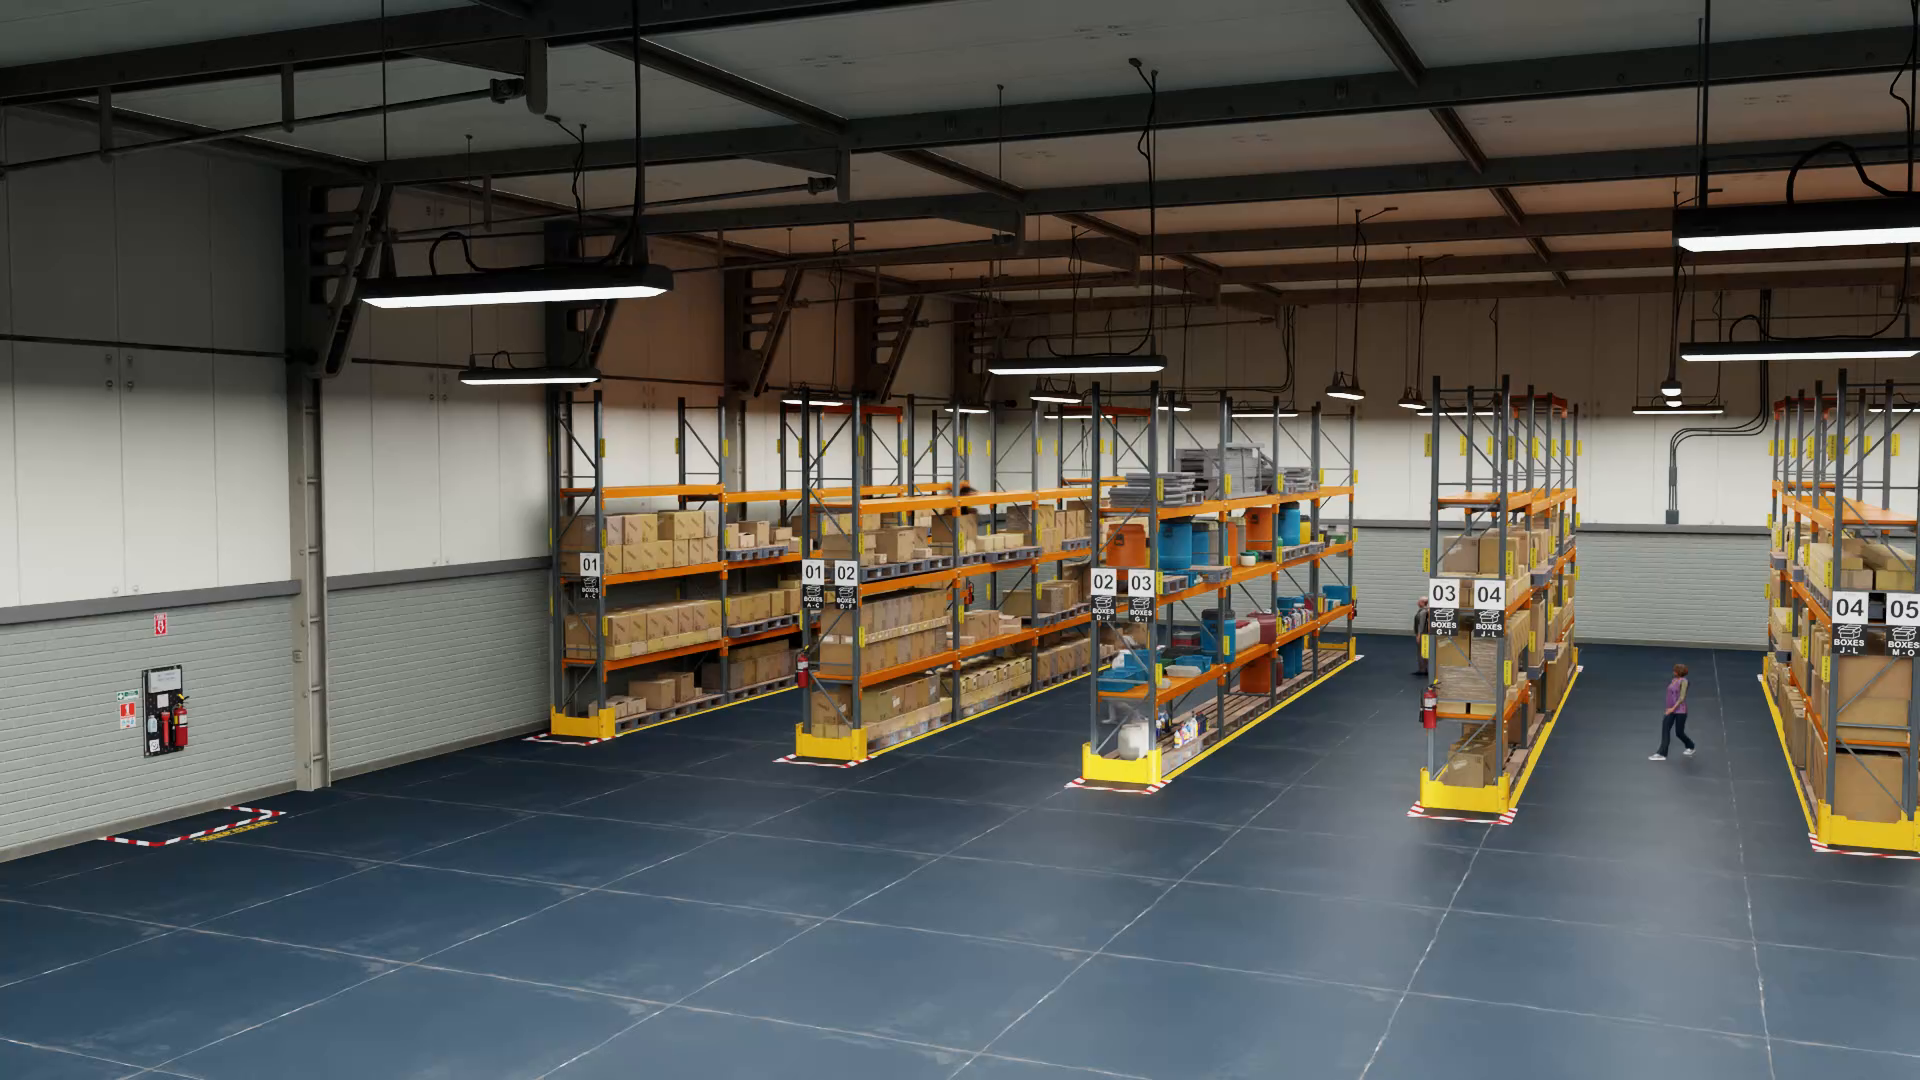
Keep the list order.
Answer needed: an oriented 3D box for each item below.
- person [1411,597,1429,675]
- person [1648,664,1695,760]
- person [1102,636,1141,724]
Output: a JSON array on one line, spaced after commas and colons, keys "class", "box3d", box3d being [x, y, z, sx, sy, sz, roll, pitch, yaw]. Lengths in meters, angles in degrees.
[{"class": "person", "box3d": [10.180, 2.113, 36.626, 0.381, 1.735, 0.606, 2, 4, 32]}, {"class": "person", "box3d": [11.445, 2.751, 26.627, 0.847, 1.549, 0.438, -1, 3, -18]}, {"class": "person", "box3d": [2.898, 2.522, 29.868, 0.660, 1.634, 0.606, 0, 3, -2]}]
